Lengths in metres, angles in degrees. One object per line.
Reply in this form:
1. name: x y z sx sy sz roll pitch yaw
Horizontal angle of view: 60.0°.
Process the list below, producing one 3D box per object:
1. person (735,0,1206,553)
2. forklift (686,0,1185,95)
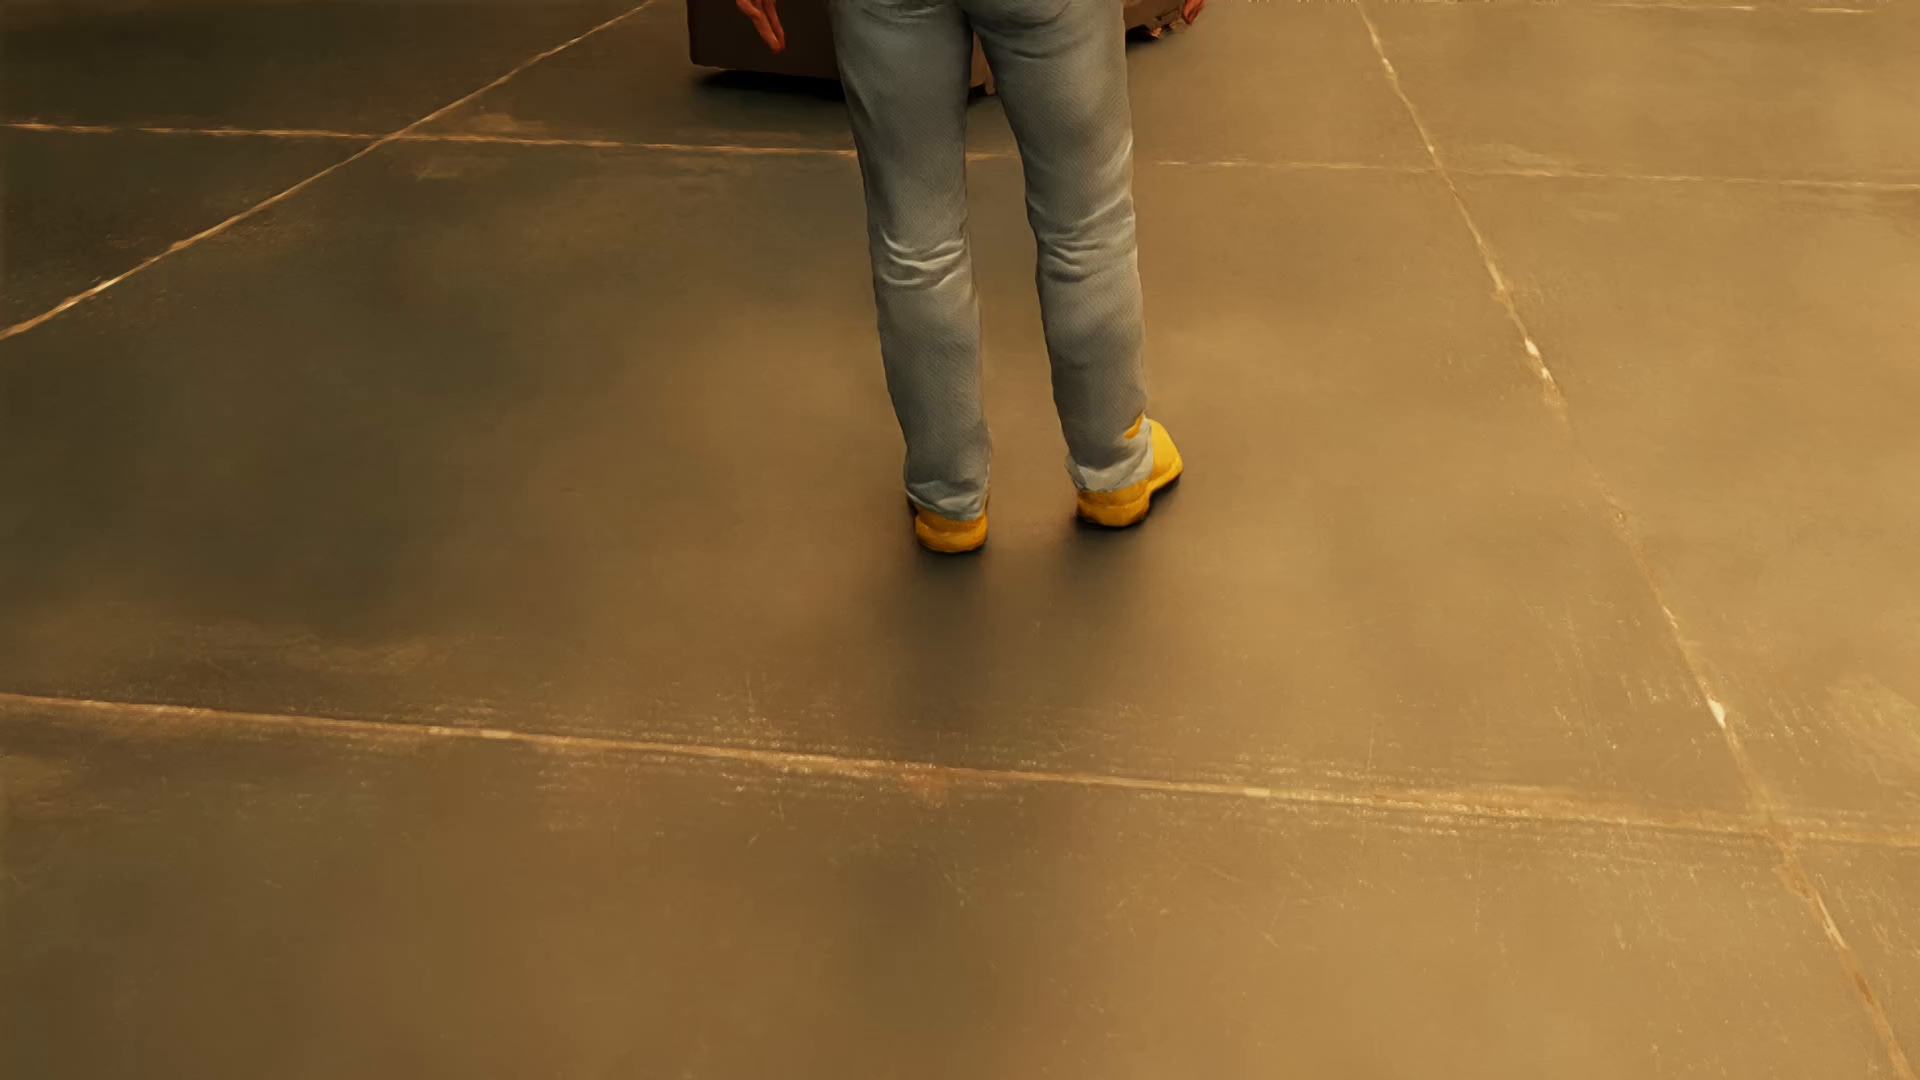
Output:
1. person: 0.014 -0.827 2.164 0.665 1.766 0.576 3 27 7
2. forklift: 0.233 -3.315 5.863 1.130 2.935 3.031 13 29 24
